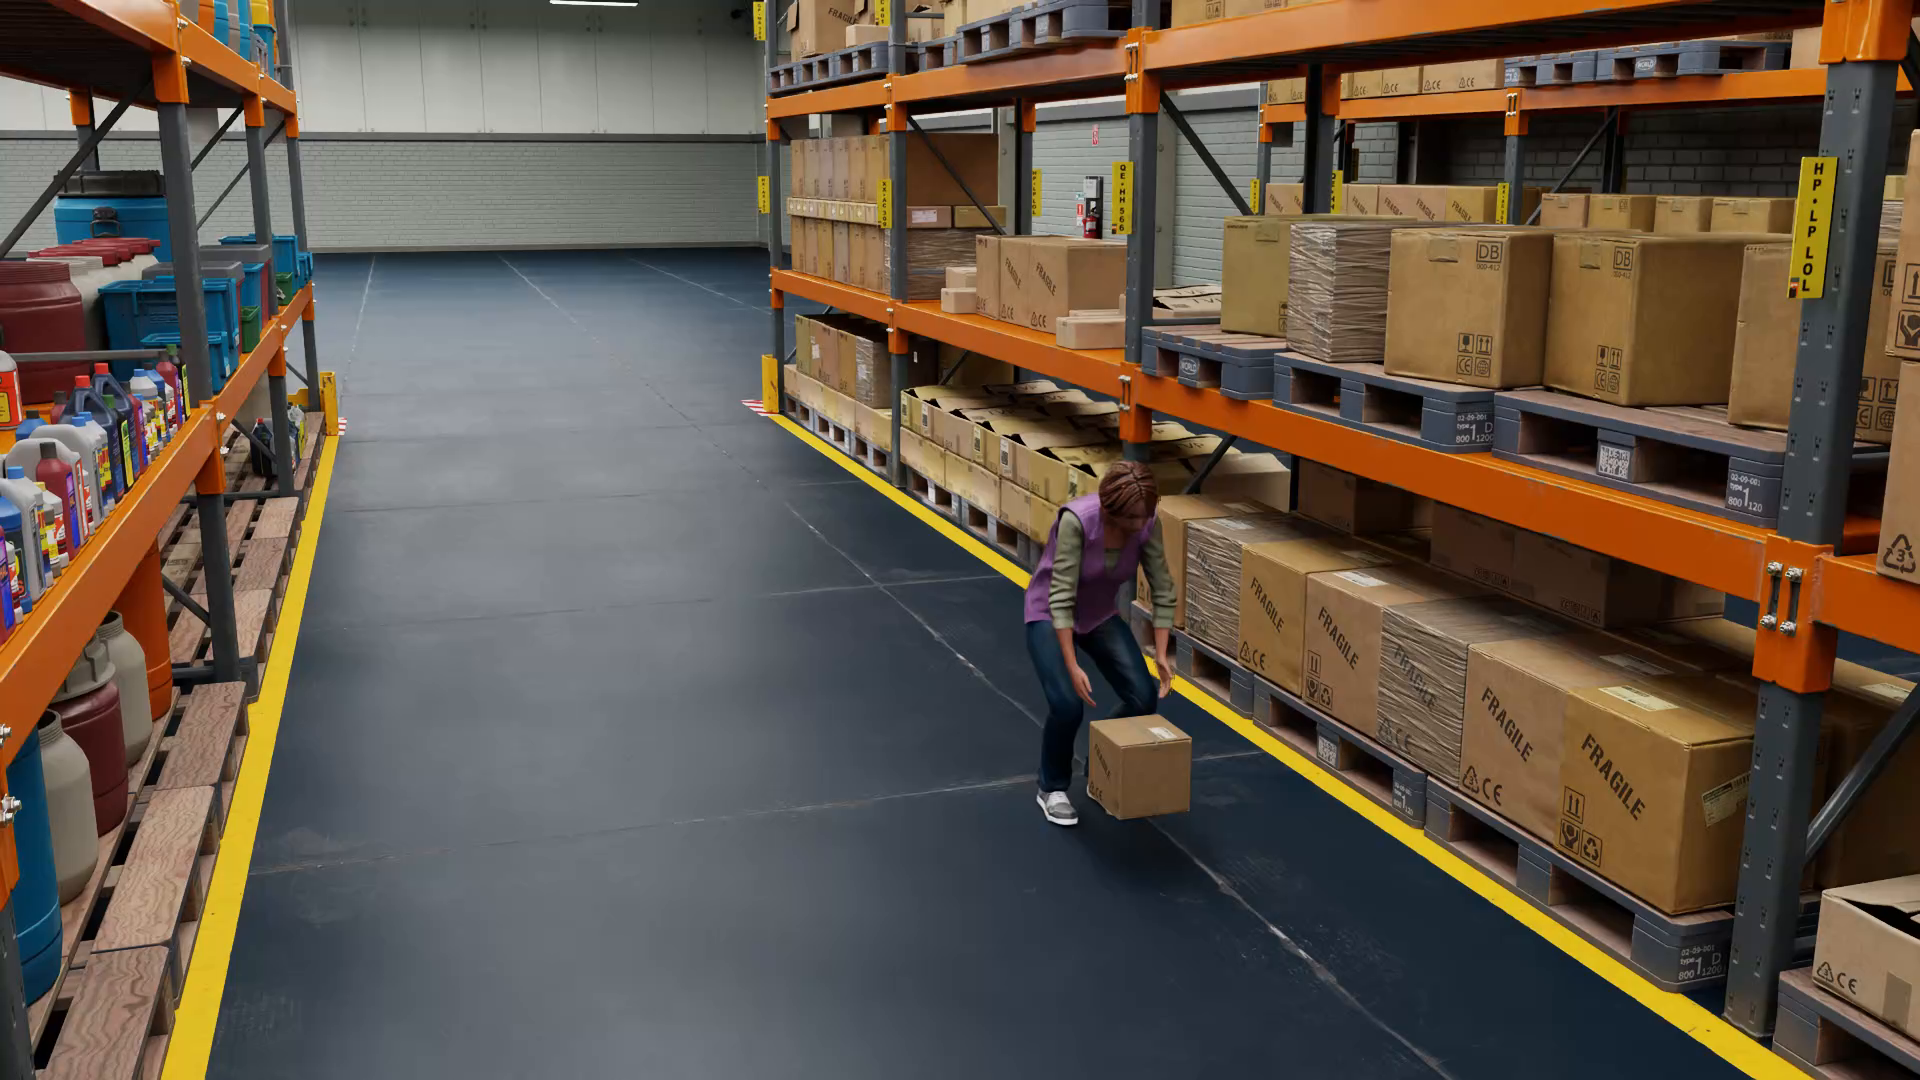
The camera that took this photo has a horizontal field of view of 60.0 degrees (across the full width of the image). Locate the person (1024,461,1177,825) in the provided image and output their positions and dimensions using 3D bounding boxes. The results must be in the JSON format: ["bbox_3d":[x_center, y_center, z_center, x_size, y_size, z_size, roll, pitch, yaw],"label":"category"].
[{"bbox_3d":[0.482,0.331,5.722,0.463,1.299,0.655,-4,13,-18],"label":"person"}]
